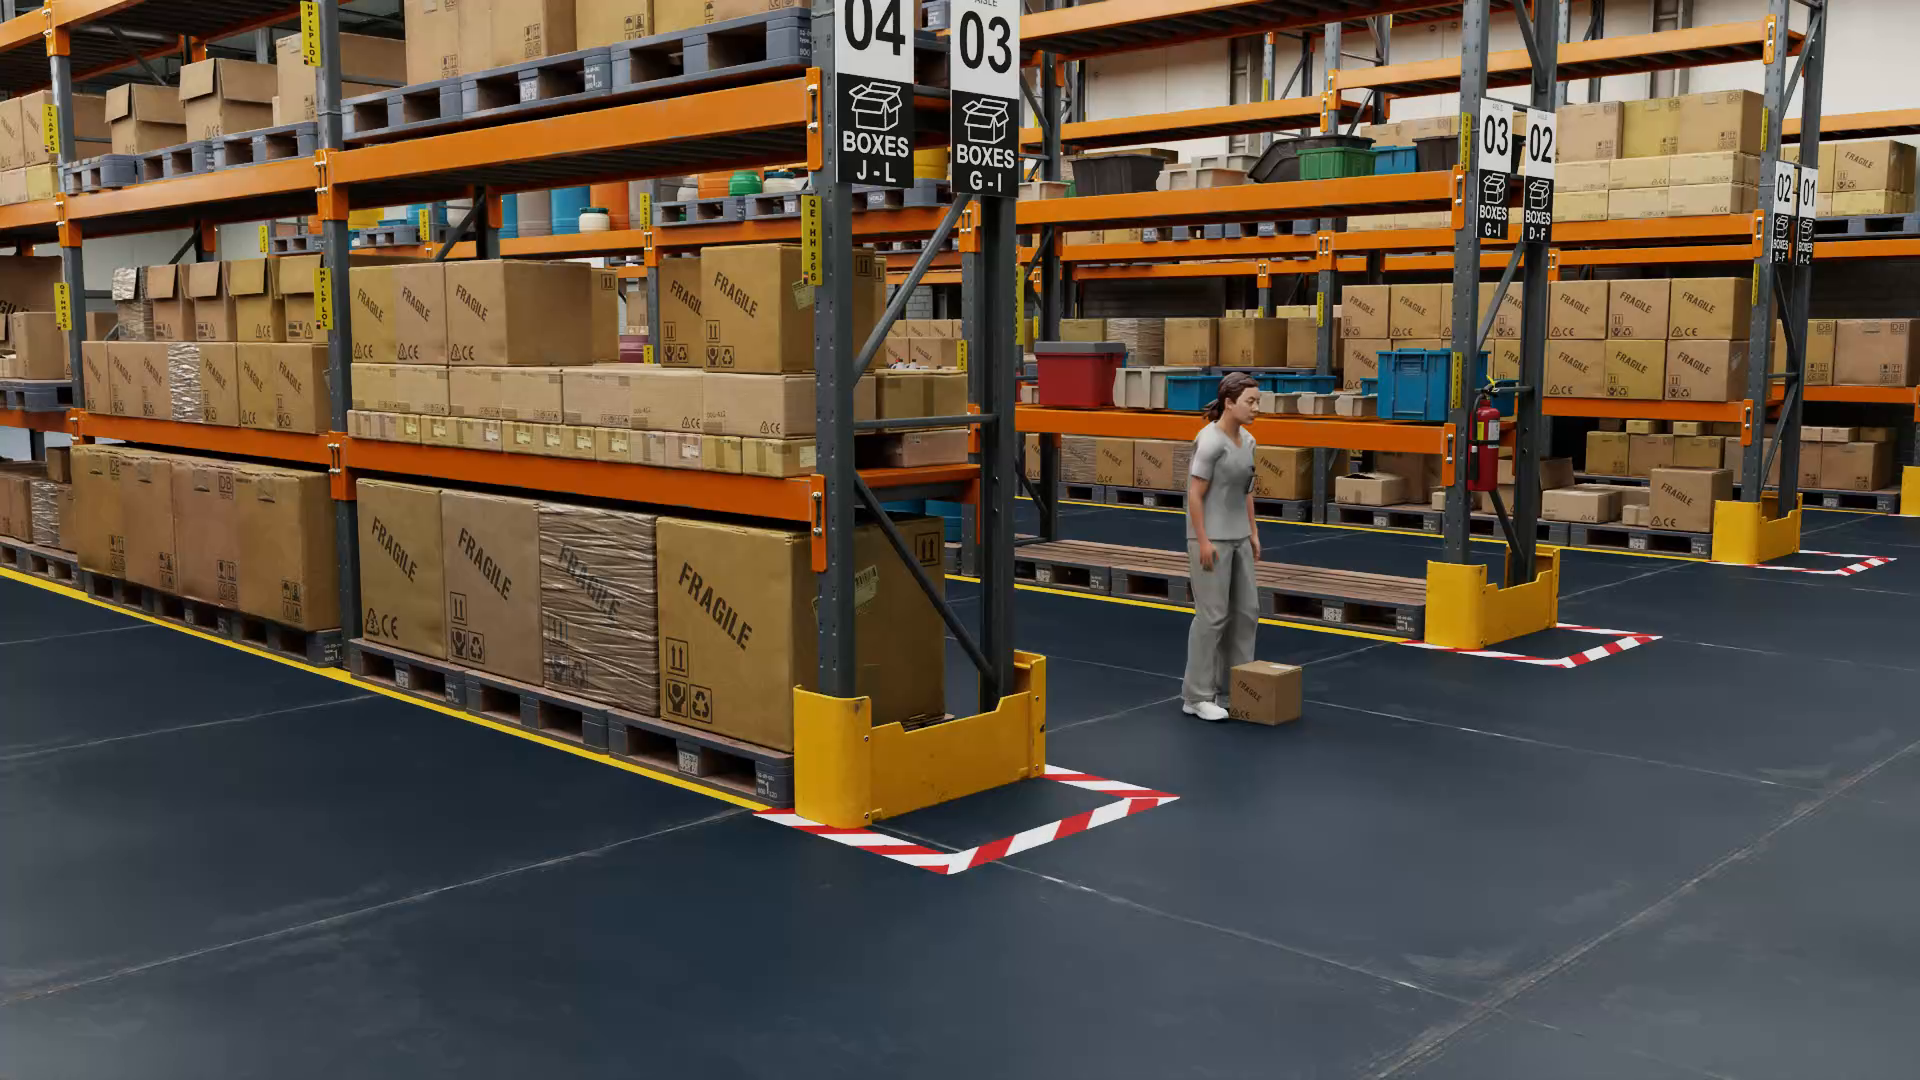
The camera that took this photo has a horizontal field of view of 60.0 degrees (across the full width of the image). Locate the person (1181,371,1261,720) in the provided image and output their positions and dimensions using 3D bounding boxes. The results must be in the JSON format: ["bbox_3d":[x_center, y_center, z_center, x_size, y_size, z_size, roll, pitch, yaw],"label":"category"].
[{"bbox_3d":[1.316,0.017,8.129,0.403,1.673,0.488,7,10,43],"label":"person"}]
